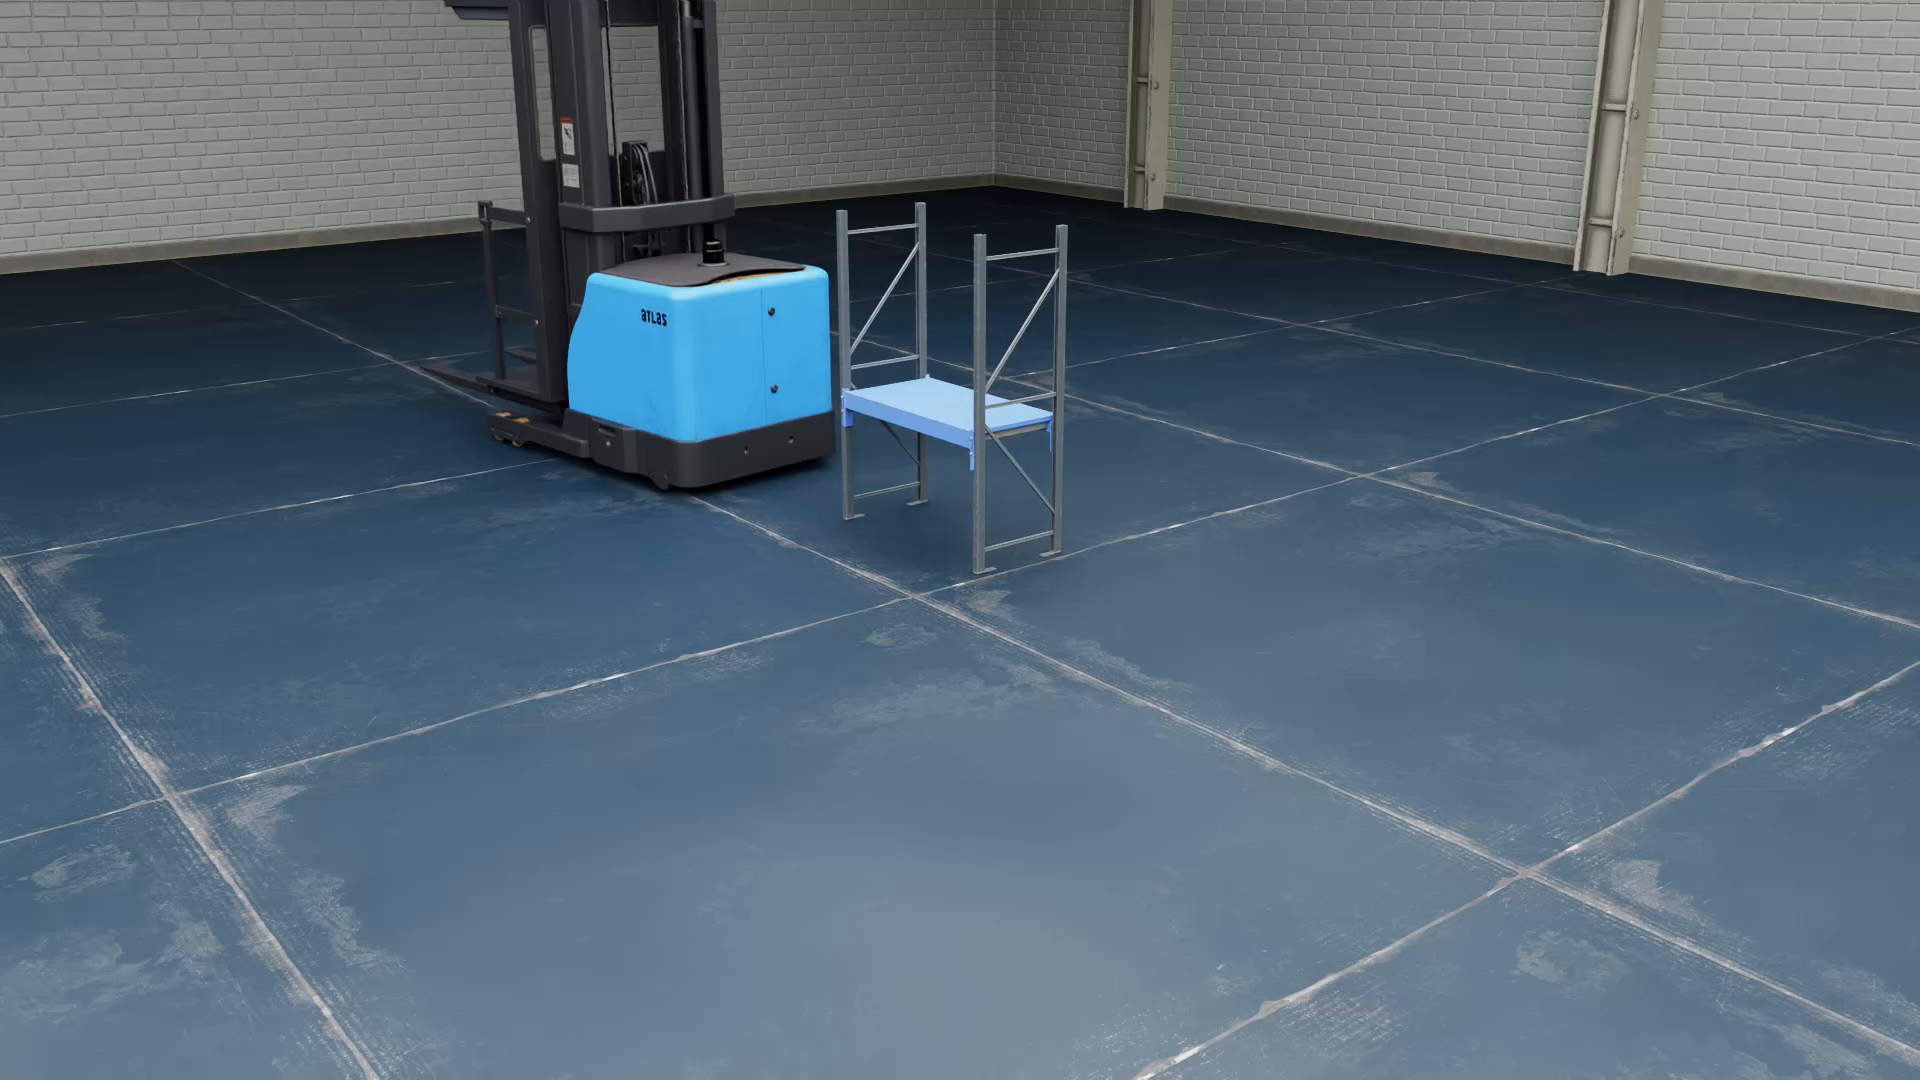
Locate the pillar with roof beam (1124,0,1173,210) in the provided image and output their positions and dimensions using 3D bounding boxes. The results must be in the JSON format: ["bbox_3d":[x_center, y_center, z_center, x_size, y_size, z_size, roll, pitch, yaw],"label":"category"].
[{"bbox_3d":[-1.179,-7.394,15.876,9.100,9.000,0.400,-14,23,-36],"label":"pillar with roof beam"}]

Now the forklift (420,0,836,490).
[{"bbox_3d":[-2.087,-2.023,9.309,3.031,2.935,1.130,17,25,41],"label":"forklift"}]

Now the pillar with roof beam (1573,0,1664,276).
[{"bbox_3d":[2.546,-5.915,11.411,9.100,9.000,0.400,-14,23,-36],"label":"pillar with roof beam"}]

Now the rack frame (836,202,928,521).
[{"bbox_3d":[-0.369,-0.858,8.068,0.500,1.500,0.032,-14,23,-36],"label":"rack frame"}]

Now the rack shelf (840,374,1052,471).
[{"bbox_3d":[-0.053,-0.562,7.747,0.538,0.185,1.000,-14,23,-36],"label":"rack shelf"}]

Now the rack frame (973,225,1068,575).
[{"bbox_3d":[0.263,-0.608,7.312,0.500,1.500,0.032,-14,23,-36],"label":"rack frame"}]

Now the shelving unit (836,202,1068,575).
[{"bbox_3d":[-0.053,-0.733,7.690,0.538,1.500,1.048,-14,23,-36],"label":"shelving unit"}]
